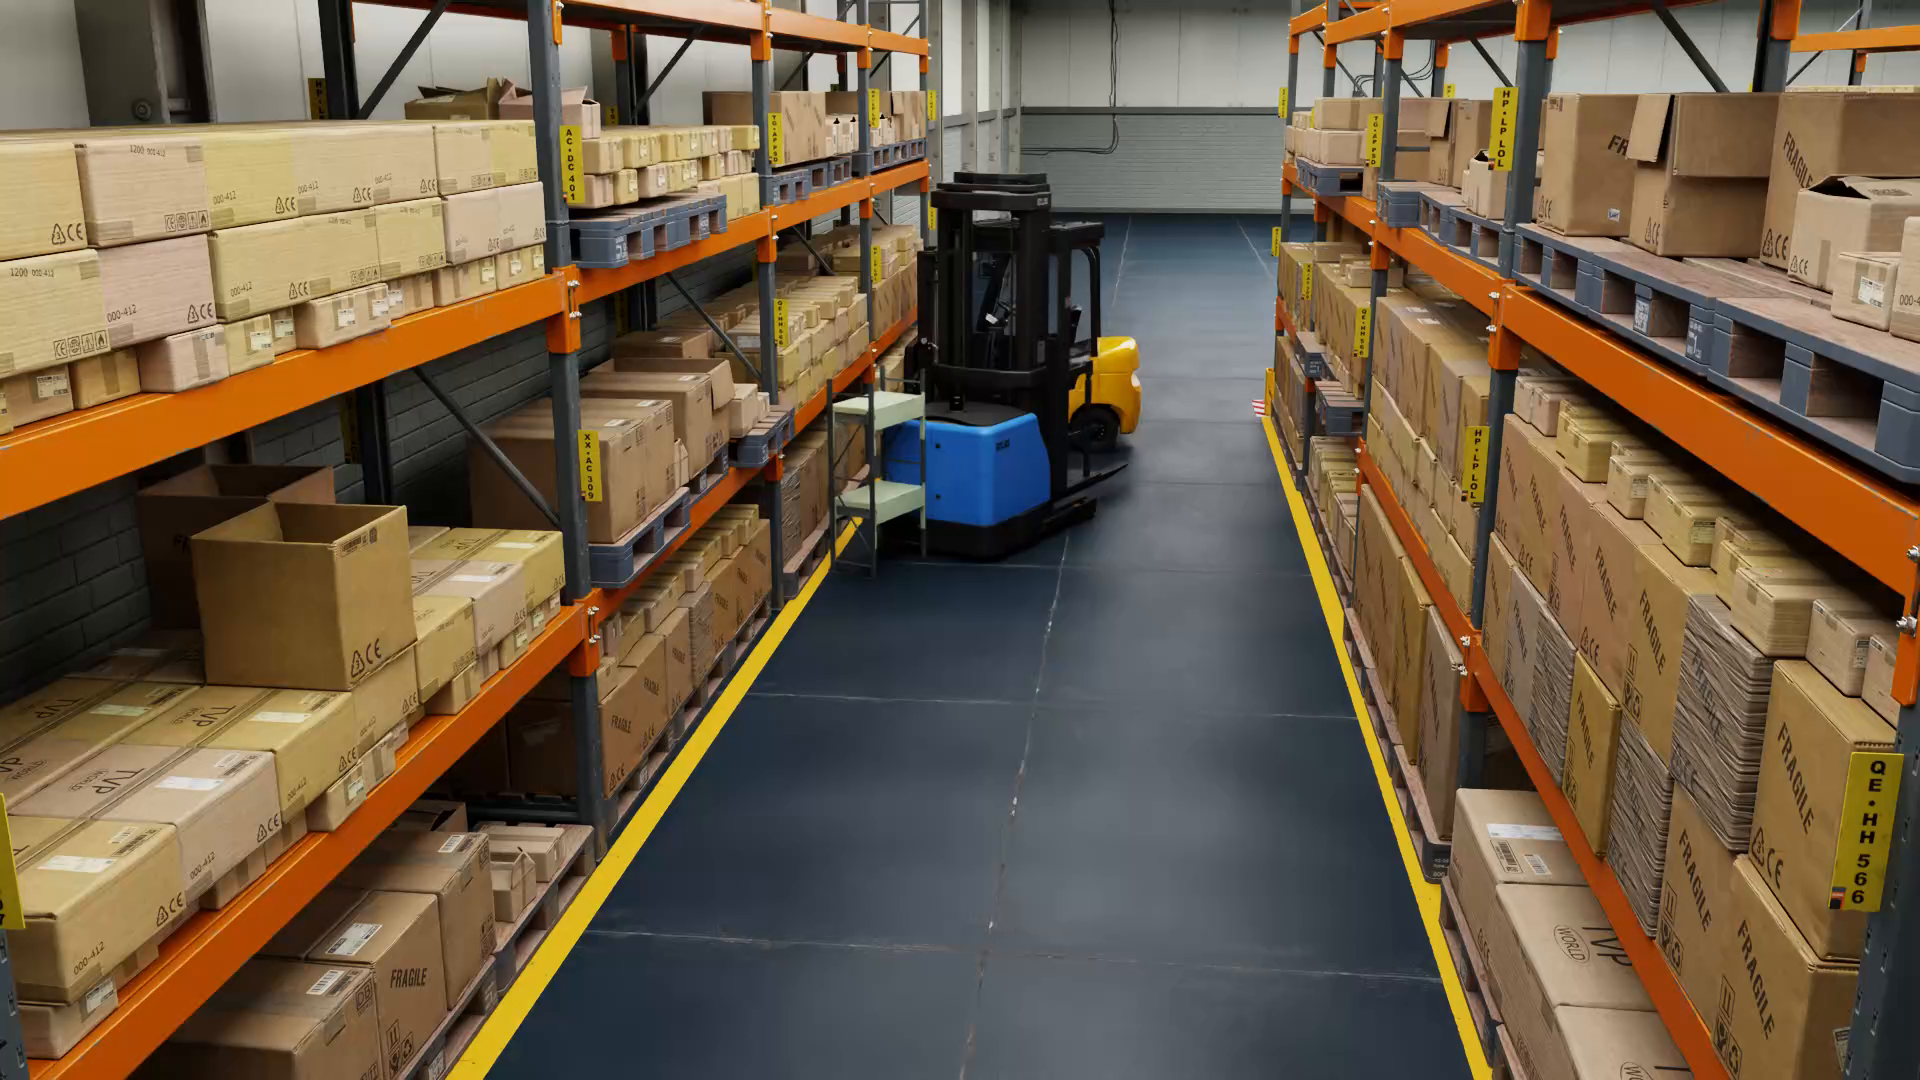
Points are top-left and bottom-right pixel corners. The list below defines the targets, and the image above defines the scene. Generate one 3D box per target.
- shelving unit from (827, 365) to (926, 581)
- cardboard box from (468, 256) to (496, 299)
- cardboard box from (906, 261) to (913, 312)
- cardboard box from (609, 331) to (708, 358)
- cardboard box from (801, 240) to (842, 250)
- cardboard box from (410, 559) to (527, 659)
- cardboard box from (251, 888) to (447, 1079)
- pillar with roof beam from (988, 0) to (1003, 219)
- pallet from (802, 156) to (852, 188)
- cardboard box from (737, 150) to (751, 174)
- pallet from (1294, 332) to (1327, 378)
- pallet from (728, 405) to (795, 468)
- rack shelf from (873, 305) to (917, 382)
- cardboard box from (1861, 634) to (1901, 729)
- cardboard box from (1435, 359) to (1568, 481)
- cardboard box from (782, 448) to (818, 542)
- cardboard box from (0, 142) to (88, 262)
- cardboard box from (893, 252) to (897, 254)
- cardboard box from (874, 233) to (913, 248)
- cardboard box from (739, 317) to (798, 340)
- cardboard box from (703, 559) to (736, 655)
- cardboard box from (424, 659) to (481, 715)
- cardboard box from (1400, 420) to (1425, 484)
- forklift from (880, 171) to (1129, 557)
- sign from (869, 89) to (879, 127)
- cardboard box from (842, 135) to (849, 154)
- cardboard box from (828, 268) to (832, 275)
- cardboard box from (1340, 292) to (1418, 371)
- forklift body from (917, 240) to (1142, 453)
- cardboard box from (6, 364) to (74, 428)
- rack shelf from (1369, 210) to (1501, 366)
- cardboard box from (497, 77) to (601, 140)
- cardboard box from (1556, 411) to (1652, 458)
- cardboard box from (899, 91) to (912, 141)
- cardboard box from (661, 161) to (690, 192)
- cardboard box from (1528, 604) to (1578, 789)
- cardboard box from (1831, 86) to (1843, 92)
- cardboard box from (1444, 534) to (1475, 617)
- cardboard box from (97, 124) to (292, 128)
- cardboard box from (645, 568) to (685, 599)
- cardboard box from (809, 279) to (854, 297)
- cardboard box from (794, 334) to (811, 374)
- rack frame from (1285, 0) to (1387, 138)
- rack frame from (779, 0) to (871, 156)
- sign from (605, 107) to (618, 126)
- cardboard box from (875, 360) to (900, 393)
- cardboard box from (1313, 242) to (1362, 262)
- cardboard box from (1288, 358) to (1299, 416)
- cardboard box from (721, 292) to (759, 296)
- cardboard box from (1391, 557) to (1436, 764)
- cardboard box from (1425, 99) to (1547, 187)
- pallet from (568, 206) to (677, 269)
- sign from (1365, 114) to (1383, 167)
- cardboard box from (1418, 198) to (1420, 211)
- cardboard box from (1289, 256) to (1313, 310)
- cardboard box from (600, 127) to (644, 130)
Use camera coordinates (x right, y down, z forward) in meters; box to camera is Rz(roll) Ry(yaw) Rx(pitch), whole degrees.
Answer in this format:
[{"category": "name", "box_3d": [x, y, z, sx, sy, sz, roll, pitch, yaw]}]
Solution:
[{"category": "shelving unit", "box_3d": [-0.628, -0.528, 12.742, 0.431, 1.500, 0.755, 9, 17, 29]}, {"category": "cardboard box", "box_3d": [-2.027, -1.022, 6.431, 0.380, 0.149, 0.250, 2, 15, 8]}, {"category": "cardboard box", "box_3d": [-0.776, -2.688, 17.666, 0.500, 0.500, 0.500, 1, 15, 5]}, {"category": "cardboard box", "box_3d": [-1.973, -1.090, 10.950, 0.500, 0.500, 0.500, 2, 15, 9]}, {"category": "cardboard box", "box_3d": [-1.396, -2.933, 16.759, 0.380, 0.149, 0.250, 2, 15, 6]}, {"category": "cardboard box", "box_3d": [-2.068, 0.268, 6.642, 0.500, 0.250, 0.500, 2, 15, 6]}, {"category": "cardboard box", "box_3d": [-2.205, 1.600, 5.981, 0.500, 0.500, 0.500, 2, 15, 7]}, {"category": "pillar with roof beam", "box_3d": [5.155, -11.882, 40.366, 9.100, 9.000, 0.400, 2, 15, 6]}, {"category": "pallet", "box_3d": [-1.395, -3.132, 14.117, 0.805, 0.209, 1.217, 1, 15, 4]}, {"category": "cardboard box", "box_3d": [-1.560, -2.437, 10.704, 0.380, 0.149, 0.250, 2, 15, 7]}, {"category": "pallet", "box_3d": [3.394, -1.573, 14.102, 1.003, 0.211, 1.213, 2, 15, 6]}, {"category": "pallet", "box_3d": [-1.766, -0.697, 10.862, 1.213, 0.211, 1.003, 2, 15, 6]}, {"category": "rack shelf", "box_3d": [-1.082, -2.177, 17.344, 1.077, 0.370, 4.000, 2, 15, 6]}, {"category": "cardboard box", "box_3d": [2.112, 0.309, 3.422, 0.380, 0.149, 0.250, 2, 15, 7]}, {"category": "cardboard box", "box_3d": [2.574, -0.574, 7.930, 0.500, 0.500, 0.500, 2, 15, 7]}, {"category": "cardboard box", "box_3d": [-1.609, -0.355, 12.974, 0.875, 0.625, 0.625, 2, 15, 8]}, {"category": "cardboard box", "box_3d": [-2.362, -0.761, 3.744, 0.500, 0.250, 0.500, 2, 15, 6]}, {"category": "cardboard box", "box_3d": [-0.855, -2.910, 17.245, 0.380, 0.149, 0.250, 2, 15, 6]}, {"category": "cardboard box", "box_3d": [-0.708, -3.182, 17.678, 0.380, 0.149, 0.250, 2, 15, 8]}, {"category": "cardboard box", "box_3d": [-1.398, -1.540, 12.176, 0.380, 0.149, 0.250, 2, 15, 8]}, {"category": "cardboard box", "box_3d": [-1.717, 0.417, 10.356, 0.500, 0.500, 0.500, 2, 15, 9]}, {"category": "cardboard box", "box_3d": [-2.066, 0.552, 6.357, 0.380, 0.149, 0.250, 1, 15, 5]}, {"category": "cardboard box", "box_3d": [2.672, -0.473, 8.995, 0.500, 0.250, 0.500, 2, 15, 7]}, {"category": "forklift", "box_3d": [0.528, -1.619, 14.033, 1.130, 2.935, 3.031, 9, 17, 29]}, {"category": "sign", "box_3d": [-0.768, -3.841, 14.781, 0.100, 0.325, 0.005, 2, 15, 6]}, {"category": "cardboard box", "box_3d": [-1.130, -3.289, 13.817, 0.380, 0.149, 0.250, 2, 15, 6]}, {"category": "cardboard box", "box_3d": [-1.383, -2.722, 16.548, 0.380, 0.149, 0.250, 2, 15, 8]}, {"category": "cardboard box", "box_3d": [2.996, -1.478, 11.814, 0.500, 0.500, 0.500, 1, 15, 5]}, {"category": "forklift body", "box_3d": [0.742, -2.087, 17.261, 2.313, 2.155, 1.214, 2, 15, 6]}, {"category": "cardboard box", "box_3d": [-2.391, -0.364, 3.997, 0.380, 0.149, 0.250, 2, 15, 7]}, {"category": "rack shelf", "box_3d": [2.947, -1.405, 8.742, 1.077, 0.370, 4.000, 2, 15, 6]}, {"category": "cardboard box", "box_3d": [-1.830, -1.919, 7.389, 0.396, 0.266, 0.258, 2, 15, 6]}, {"category": "cardboard box", "box_3d": [2.339, -0.358, 5.889, 0.380, 0.149, 0.250, 2, 15, 6]}, {"category": "cardboard box", "box_3d": [-0.879, -4.405, 17.273, 0.700, 0.500, 0.500, 2, 15, 7]}, {"category": "cardboard box", "box_3d": [-1.631, -1.904, 8.697, 0.380, 0.149, 0.250, 2, 15, 8]}, {"category": "cardboard box", "box_3d": [2.285, 0.540, 5.728, 0.500, 0.500, 0.500, 2, 15, 7]}, {"category": "cardboard box", "box_3d": [8.450, -4.201, 15.663, 0.380, 0.149, 0.250, 2, 15, 7]}, {"category": "cardboard box", "box_3d": [2.522, 0.163, 7.598, 0.500, 0.250, 0.500, 1, 15, 5]}, {"category": "cardboard box", "box_3d": [-2.649, -1.304, 5.752, 0.500, 0.250, 0.500, 2, 15, 6]}, {"category": "cardboard box", "box_3d": [-1.819, 0.264, 9.681, 0.380, 0.149, 0.250, 2, 15, 6]}, {"category": "cardboard box", "box_3d": [-1.137, -2.204, 14.632, 0.380, 0.149, 0.250, 1, 15, 5]}, {"category": "cardboard box", "box_3d": [-1.409, -1.374, 12.328, 0.500, 0.250, 0.500, 2, 15, 8]}, {"category": "rack frame", "box_3d": [4.076, -5.793, 17.848, 1.000, 3.000, 0.127, 2, 15, 6]}, {"category": "rack frame", "box_3d": [-1.308, -4.901, 14.548, 1.000, 3.000, 0.127, 2, 15, 6]}, {"category": "sign", "box_3d": [-2.310, -2.722, 11.094, 0.100, 0.325, 0.005, 2, 15, 6]}, {"category": "cardboard box", "box_3d": [-0.874, -1.612, 16.424, 0.500, 0.250, 0.500, 2, 15, 6]}, {"category": "cardboard box", "box_3d": [3.220, -2.456, 14.190, 0.380, 0.149, 0.250, 2, 15, 6]}, {"category": "cardboard box", "box_3d": [3.537, -1.523, 16.575, 0.500, 0.500, 0.500, 3, 15, 9]}, {"category": "cardboard box", "box_3d": [-1.757, -1.953, 13.703, 0.380, 0.149, 0.250, 2, 15, 6]}, {"category": "cardboard box", "box_3d": [2.806, 0.640, 8.814, 0.875, 0.875, 0.875, 2, 15, 8]}, {"category": "cardboard box", "box_3d": [3.281, -2.421, 10.120, 0.797, 0.503, 0.637, 1, 15, 3]}, {"category": "pallet", "box_3d": [-2.067, -1.455, 7.909, 1.213, 0.211, 1.003, 2, 15, 6]}, {"category": "sign", "box_3d": [2.634, -2.537, 10.560, 0.100, 0.325, 0.005, 2, 15, 6]}, {"category": "cardboard box", "box_3d": [3.000, -2.237, 10.924, 0.380, 0.149, 0.250, 2, 15, 6]}, {"category": "cardboard box", "box_3d": [3.586, -2.576, 16.680, 0.500, 0.500, 0.500, 1, 15, 5]}, {"category": "cardboard box", "box_3d": [-2.160, -2.463, 10.233, 0.380, 0.149, 0.250, 2, 15, 6]}]
